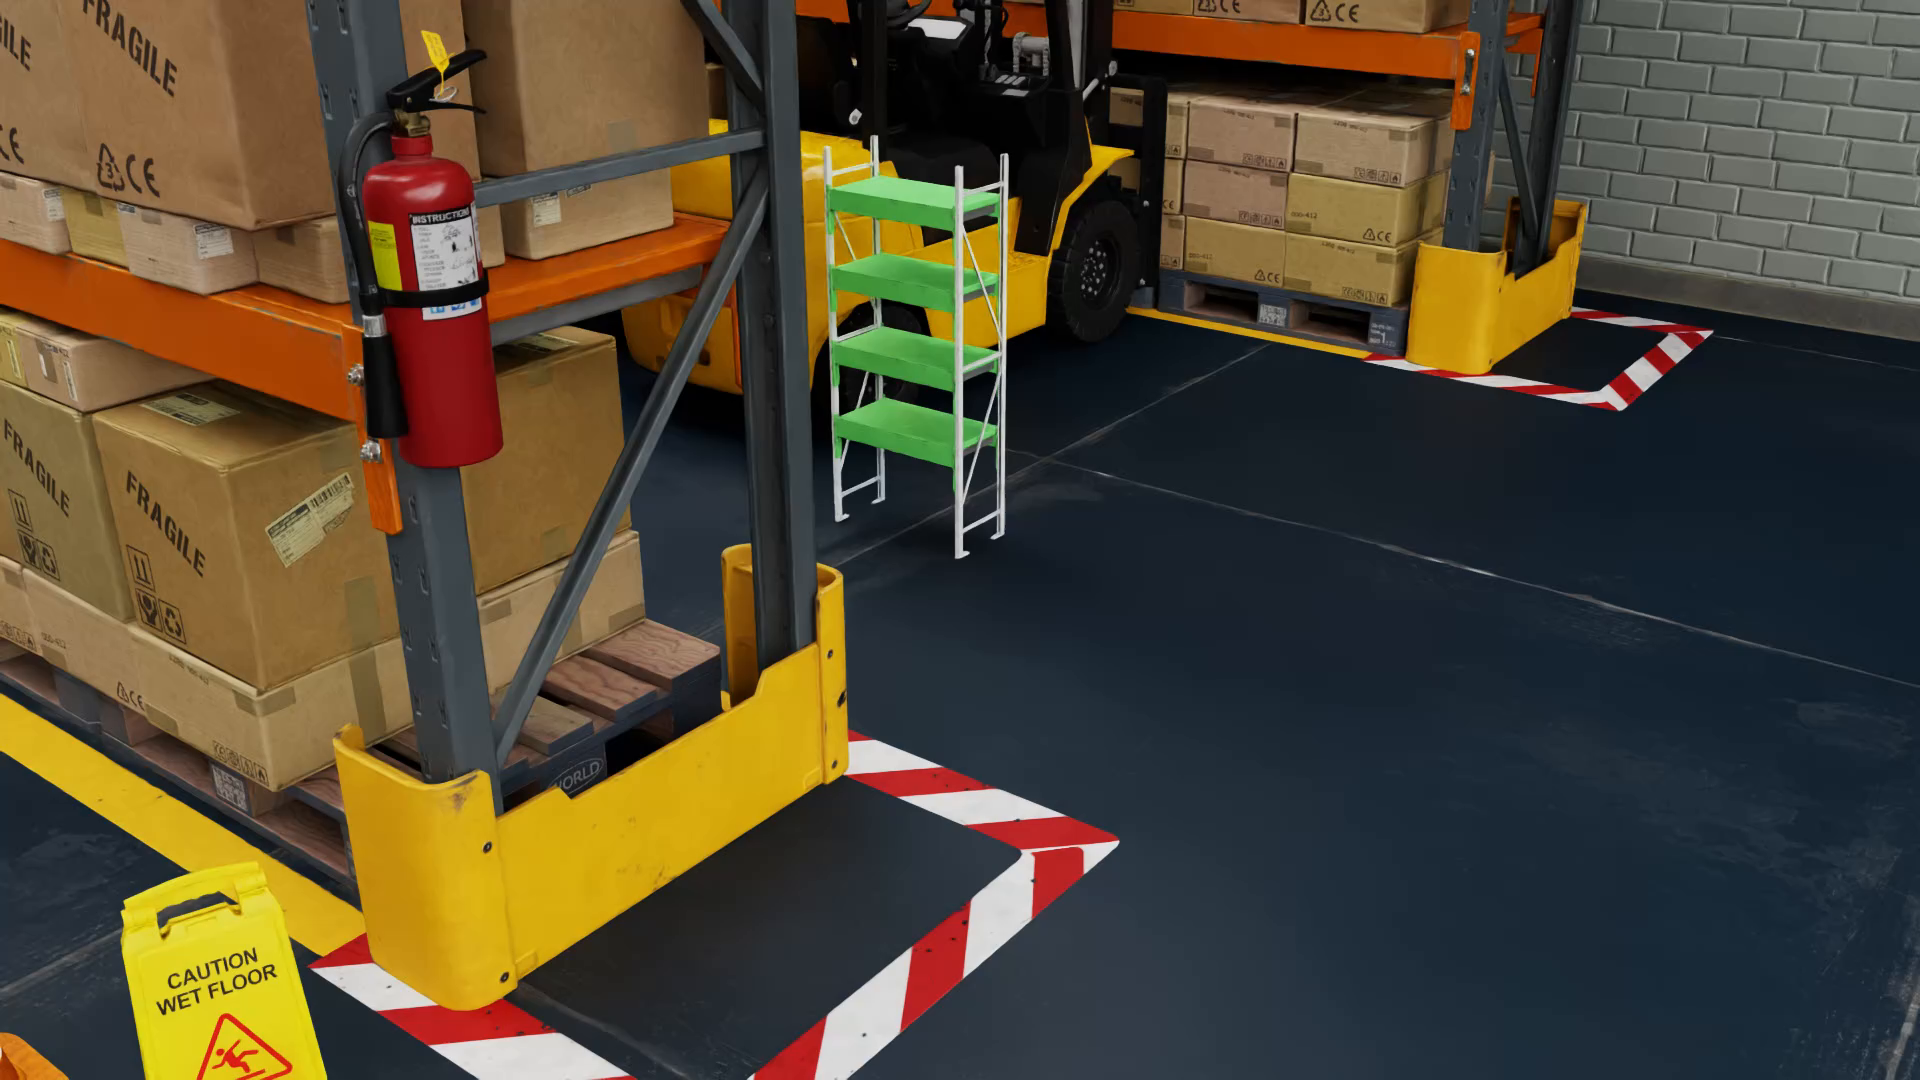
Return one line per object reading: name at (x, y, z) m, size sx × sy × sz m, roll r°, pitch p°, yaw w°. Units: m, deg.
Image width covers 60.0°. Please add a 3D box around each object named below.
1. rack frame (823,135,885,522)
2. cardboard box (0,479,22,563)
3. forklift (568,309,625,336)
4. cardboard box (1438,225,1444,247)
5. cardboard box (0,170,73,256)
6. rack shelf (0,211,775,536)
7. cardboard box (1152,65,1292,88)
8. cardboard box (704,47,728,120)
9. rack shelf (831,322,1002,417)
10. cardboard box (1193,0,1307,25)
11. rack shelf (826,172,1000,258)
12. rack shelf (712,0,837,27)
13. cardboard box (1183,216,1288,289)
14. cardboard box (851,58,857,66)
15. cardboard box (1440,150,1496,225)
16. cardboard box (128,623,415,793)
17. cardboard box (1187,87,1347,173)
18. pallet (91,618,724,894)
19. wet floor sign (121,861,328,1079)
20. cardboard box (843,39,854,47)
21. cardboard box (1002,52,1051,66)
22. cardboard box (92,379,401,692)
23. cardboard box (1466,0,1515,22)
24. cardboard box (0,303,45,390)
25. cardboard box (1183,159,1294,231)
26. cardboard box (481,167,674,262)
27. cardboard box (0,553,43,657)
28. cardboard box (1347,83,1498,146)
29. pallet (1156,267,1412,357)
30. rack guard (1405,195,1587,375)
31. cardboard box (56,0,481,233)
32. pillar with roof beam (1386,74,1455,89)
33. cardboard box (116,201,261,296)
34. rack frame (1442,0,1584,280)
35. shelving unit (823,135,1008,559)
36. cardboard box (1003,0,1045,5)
rack frame at (-0.328, -0.648, 5.233) m, size 0.015 × 1.200 × 0.240 m, roll 17°, pitch 29°, yaw 33°
cardboard box at (-2.286, -0.304, 4.180) m, size 0.500 × 0.500 × 0.500 m, roll 16°, pitch 28°, yaw 32°
forklift at (-2.361, -2.629, 7.581) m, size 1.130 × 2.935 × 3.031 m, roll -17°, pitch 29°, yaw -33°
cardboard box at (2.029, -1.386, 7.566) m, size 0.500 × 0.250 × 0.500 m, roll 17°, pitch 29°, yaw 34°
cardboard box at (-1.783, -0.722, 3.479) m, size 0.250 × 0.149 × 0.380 m, roll 17°, pitch 29°, yaw 34°
rack shelf at (-2.270, -0.823, 4.289) m, size 4.000 × 0.370 × 1.077 m, roll 17°, pitch 29°, yaw 33°
cardboard box at (1.238, -2.083, 7.908) m, size 0.500 × 0.250 × 0.500 m, roll 17°, pitch 29°, yaw 33°
cardboard box at (-1.320, -2.466, 9.551) m, size 0.625 × 0.625 × 0.875 m, roll 18°, pitch 30°, yaw 36°
rack shelf at (-0.132, -0.531, 5.125) m, size 0.480 × 0.148 × 0.258 m, roll 17°, pitch 29°, yaw 33°
cardboard box at (1.344, -2.479, 7.033) m, size 0.500 × 0.500 × 0.500 m, roll 18°, pitch 29°, yaw 35°
rack shelf at (-0.132, -0.970, 4.931) m, size 0.480 × 0.148 × 0.258 m, roll 17°, pitch 29°, yaw 33°
rack shelf at (-2.497, -3.392, 10.121) m, size 4.000 × 0.370 × 1.077 m, roll 17°, pitch 29°, yaw 33°
cardboard box at (1.347, -1.340, 7.460) m, size 0.500 × 0.250 × 0.500 m, roll 17°, pitch 29°, yaw 33°
cardboard box at (-0.294, -2.284, 8.364) m, size 0.500 × 0.250 × 0.500 m, roll 17°, pitch 29°, yaw 33°
cardboard box at (2.053, -1.614, 7.462) m, size 0.500 × 0.250 × 0.500 m, roll 17°, pitch 29°, yaw 34°
cardboard box at (-1.497, 0.283, 3.776) m, size 0.500 × 0.250 × 0.500 m, roll 17°, pitch 29°, yaw 33°
cardboard box at (1.337, -1.794, 7.252) m, size 0.500 × 0.250 × 0.500 m, roll 17°, pitch 29°, yaw 34°
pallet at (-1.359, 0.382, 4.122) m, size 1.213 × 0.211 × 1.003 m, roll 17°, pitch 29°, yaw 33°
wet floor sign at (-1.159, 0.800, 2.634) m, size 0.267 × 0.644 × 0.232 m, roll -15°, pitch 28°, yaw -30°
cardboard box at (-0.386, -2.573, 9.018) m, size 0.500 × 0.250 × 0.500 m, roll 17°, pitch 29°, yaw 34°
cardboard box at (0.425, -2.328, 8.464) m, size 0.500 × 0.250 × 0.500 m, roll 17°, pitch 29°, yaw 34°
cardboard box at (-1.467, -0.055, 3.614) m, size 0.500 × 0.500 × 0.500 m, roll 17°, pitch 29°, yaw 34°
cardboard box at (2.075, -2.526, 7.138) m, size 0.500 × 0.500 × 0.500 m, roll 18°, pitch 29°, yaw 35°
cardboard box at (-2.000, -0.481, 3.776) m, size 0.250 × 0.149 × 0.380 m, roll 17°, pitch 29°, yaw 34°
cardboard box at (1.333, -1.575, 7.374) m, size 0.500 × 0.250 × 0.500 m, roll 16°, pitch 29°, yaw 33°
cardboard box at (-0.817, -0.702, 3.435) m, size 0.250 × 0.149 × 0.380 m, roll 17°, pitch 29°, yaw 33°
cardboard box at (-2.309, 0.037, 4.336) m, size 0.500 × 0.250 × 0.500 m, roll 16°, pitch 28°, yaw 31°
cardboard box at (2.034, -1.839, 7.354) m, size 0.500 × 0.250 × 0.500 m, roll 16°, pitch 29°, yaw 33°
pallet at (1.668, -1.166, 7.635) m, size 1.213 × 0.211 × 1.003 m, roll 17°, pitch 29°, yaw 33°
rack guard at (2.324, -1.121, 7.174) m, size 0.348 × 0.500 × 1.175 m, roll 17°, pitch 29°, yaw 33°
cardboard box at (-1.269, -0.893, 3.063) m, size 0.500 × 0.500 × 0.500 m, roll 16°, pitch 29°, yaw 32°
pillar with roof beam at (-0.294, -4.086, 3.364) m, size 0.400 × 9.000 × 9.100 m, roll 17°, pitch 29°, yaw 33°
cardboard box at (-1.366, -0.600, 3.204) m, size 0.250 × 0.149 × 0.380 m, roll 16°, pitch 29°, yaw 33°
rack frame at (2.305, -2.271, 6.683) m, size 0.127 × 3.000 × 1.000 m, roll 17°, pitch 29°, yaw 33°
shelving unit at (-0.132, -0.589, 5.099) m, size 0.503 × 1.200 × 0.258 m, roll 17°, pitch 29°, yaw 33°
cardboard box at (0.525, -2.721, 7.581) m, size 0.500 × 0.500 × 0.500 m, roll 17°, pitch 29°, yaw 34°
